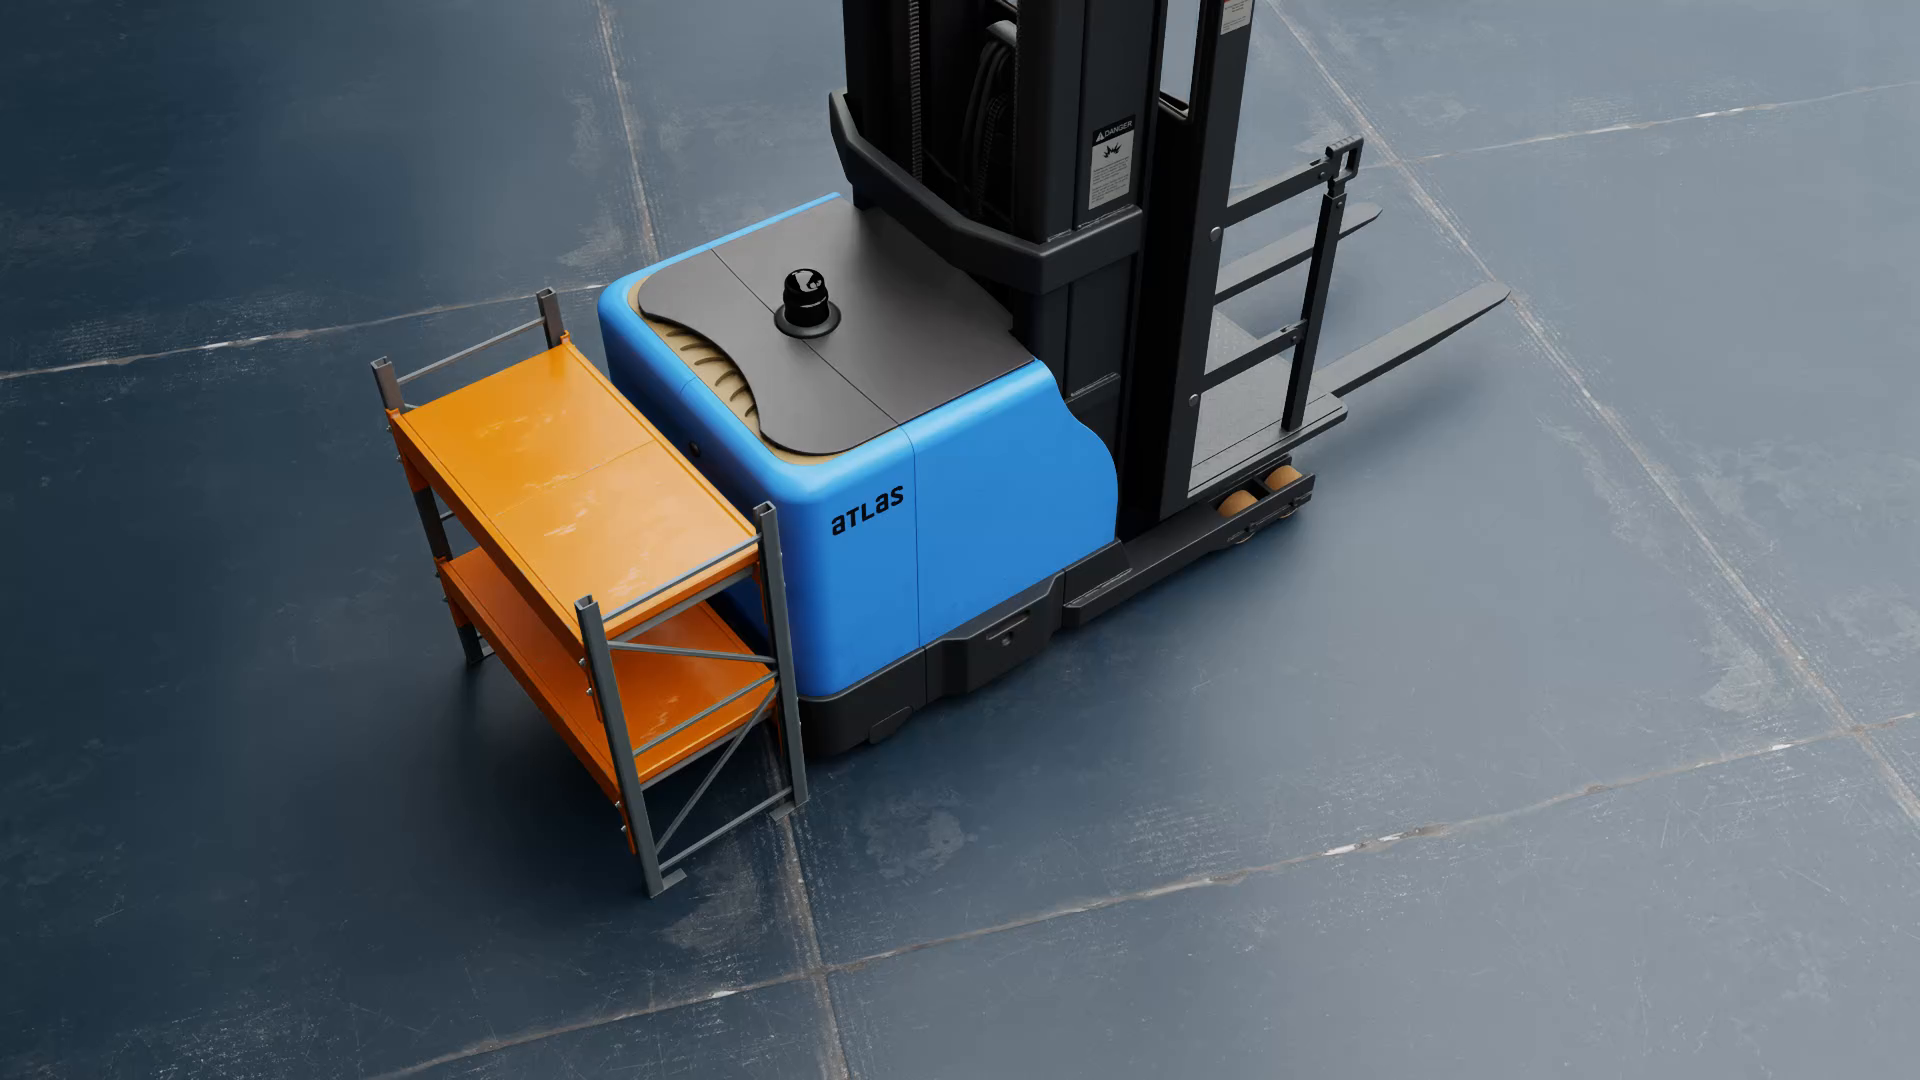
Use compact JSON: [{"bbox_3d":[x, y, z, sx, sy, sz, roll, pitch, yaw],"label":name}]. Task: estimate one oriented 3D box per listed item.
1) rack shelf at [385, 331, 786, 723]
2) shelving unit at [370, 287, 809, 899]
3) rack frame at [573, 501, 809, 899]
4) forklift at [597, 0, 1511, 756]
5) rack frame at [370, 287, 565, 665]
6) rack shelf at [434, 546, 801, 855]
[{"bbox_3d":[-0.935,-0.066,4.117,0.538,0.278,1.000,-29,52,-26],"label":"rack shelf"},{"bbox_3d":[-0.935,0.139,4.326,0.538,1.125,1.048,-29,52,-26],"label":"shelving unit"},{"bbox_3d":[-0.619,0.424,4.047,0.500,1.125,0.032,-29,52,-26],"label":"rack frame"},{"bbox_3d":[0.507,-1.293,4.465,3.031,2.935,1.130,-28,52,-25],"label":"forklift"},{"bbox_3d":[-1.251,-0.146,4.605,0.500,1.125,0.032,-29,52,-26],"label":"rack frame"},{"bbox_3d":[-0.935,0.310,4.501,0.538,0.278,1.000,-29,52,-26],"label":"rack shelf"}]
